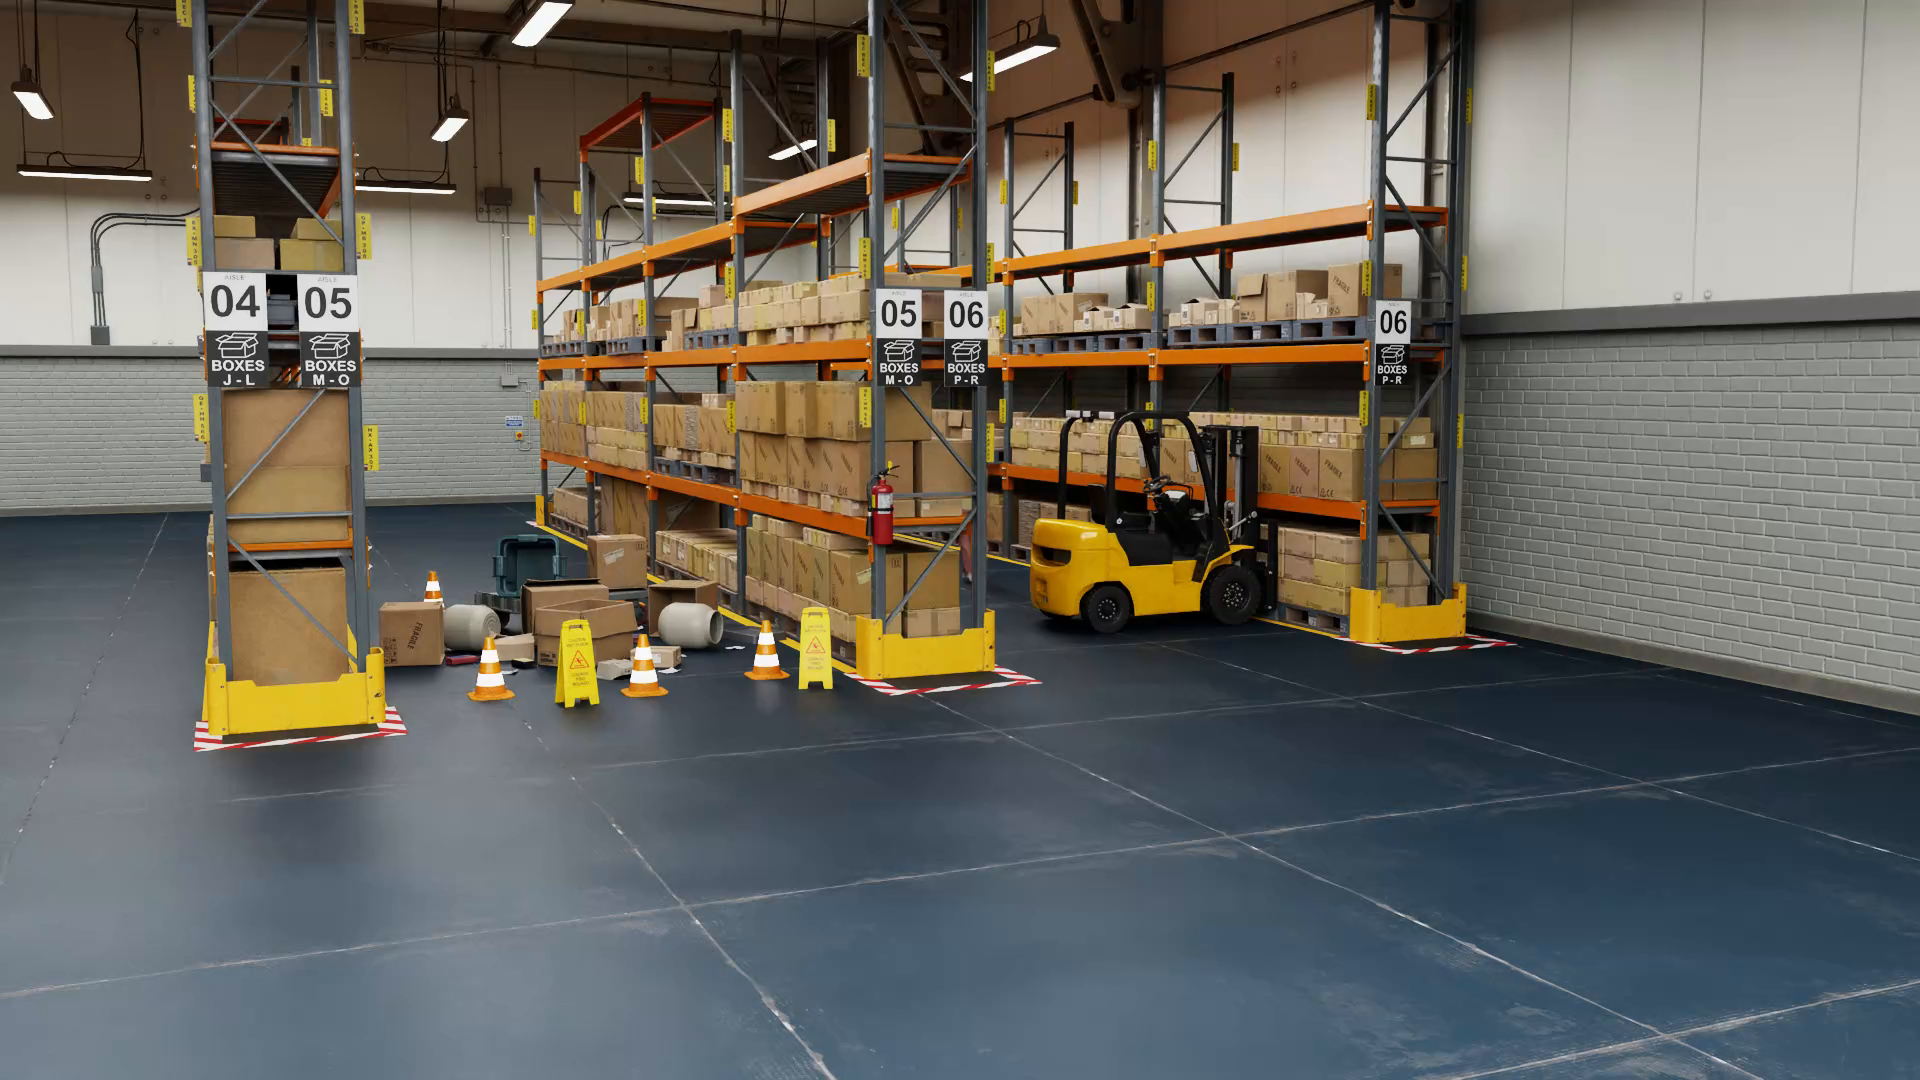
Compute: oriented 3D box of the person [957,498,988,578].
[{"bbox_3d":[0.051,-0.359,20.582,0.481,1.610,1.002,-1,6,-15],"label":"person"}]
